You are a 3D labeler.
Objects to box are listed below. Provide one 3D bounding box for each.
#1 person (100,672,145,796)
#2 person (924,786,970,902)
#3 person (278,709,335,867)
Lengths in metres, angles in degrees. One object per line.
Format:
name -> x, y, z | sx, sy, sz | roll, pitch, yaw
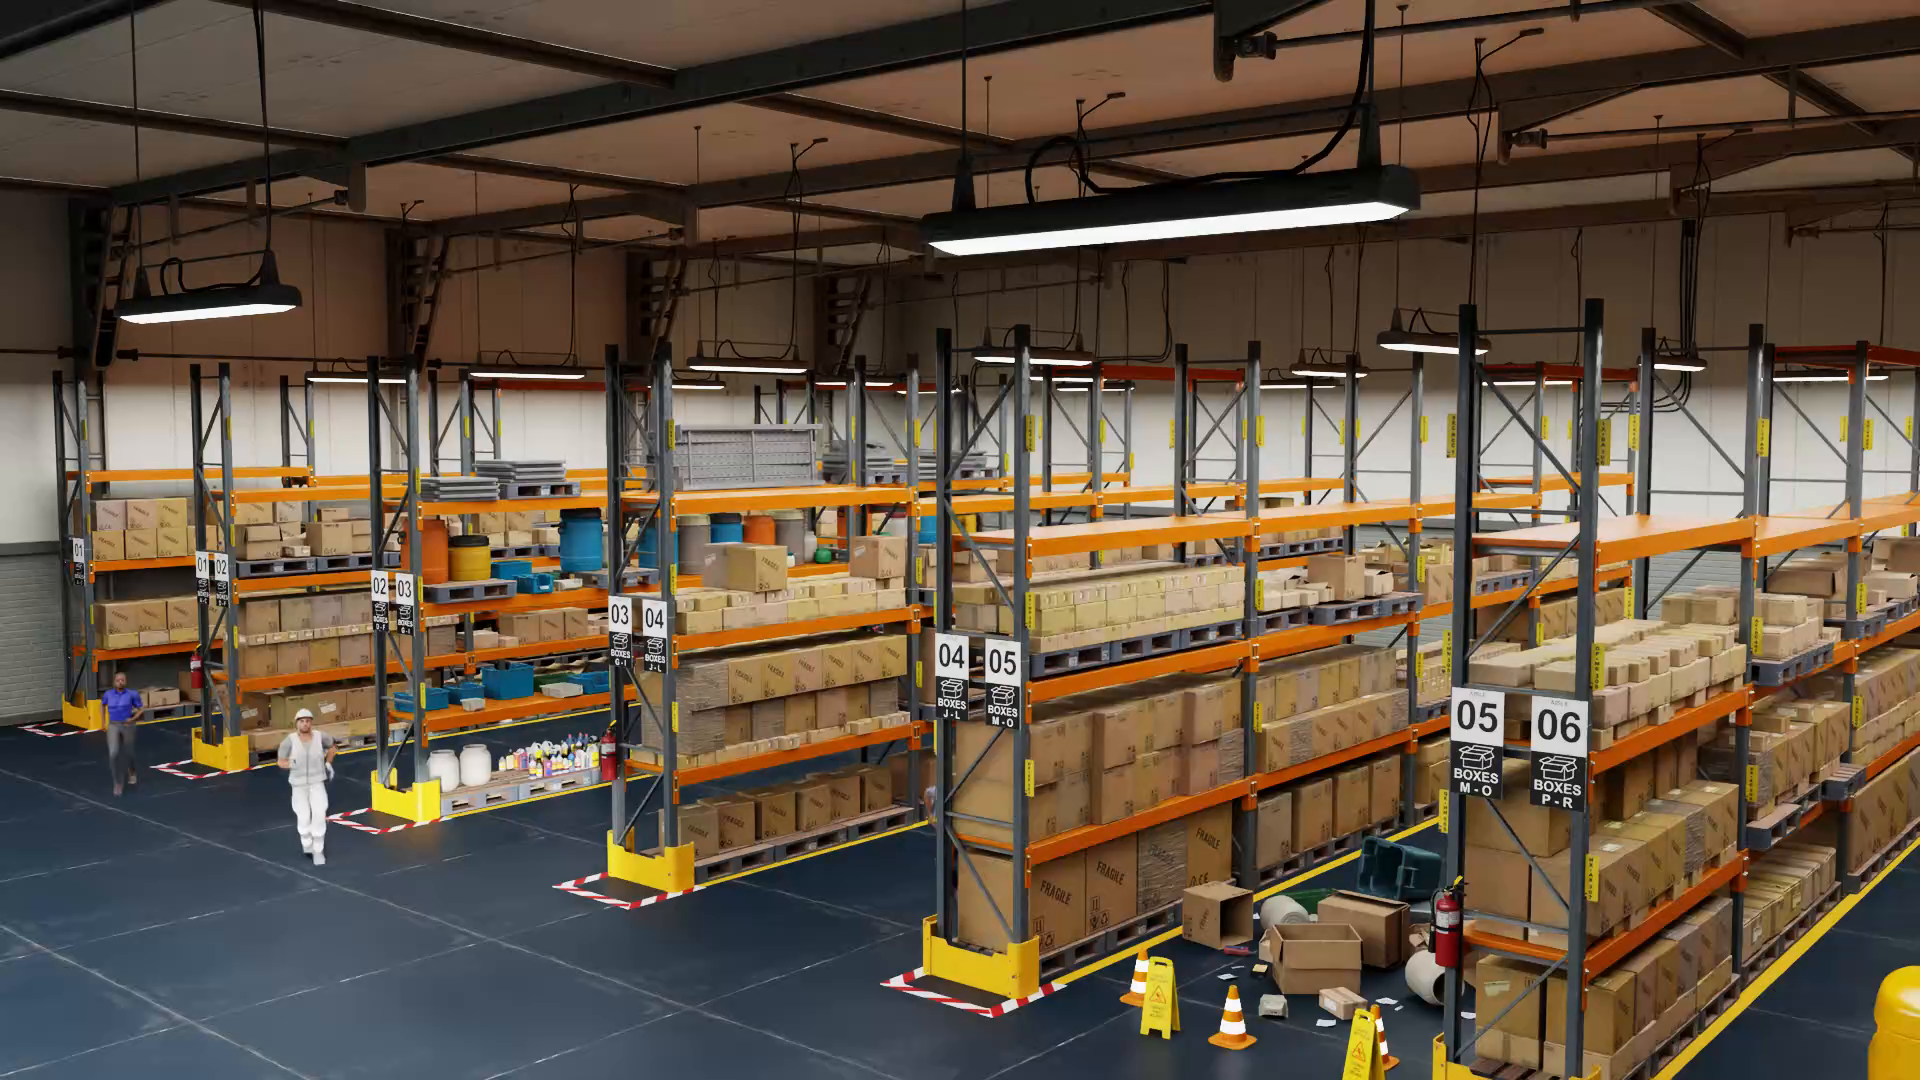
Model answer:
person -> -11.693, 2.686, 23.219 | 0.582, 1.717, 0.766 | -1, 4, -20
person -> -0.099, 3.168, 17.520 | 0.637, 1.467, 0.858 | 1, 4, 18
person -> -7.619, 2.878, 19.393 | 0.611, 1.841, 0.765 | -2, 4, -21
